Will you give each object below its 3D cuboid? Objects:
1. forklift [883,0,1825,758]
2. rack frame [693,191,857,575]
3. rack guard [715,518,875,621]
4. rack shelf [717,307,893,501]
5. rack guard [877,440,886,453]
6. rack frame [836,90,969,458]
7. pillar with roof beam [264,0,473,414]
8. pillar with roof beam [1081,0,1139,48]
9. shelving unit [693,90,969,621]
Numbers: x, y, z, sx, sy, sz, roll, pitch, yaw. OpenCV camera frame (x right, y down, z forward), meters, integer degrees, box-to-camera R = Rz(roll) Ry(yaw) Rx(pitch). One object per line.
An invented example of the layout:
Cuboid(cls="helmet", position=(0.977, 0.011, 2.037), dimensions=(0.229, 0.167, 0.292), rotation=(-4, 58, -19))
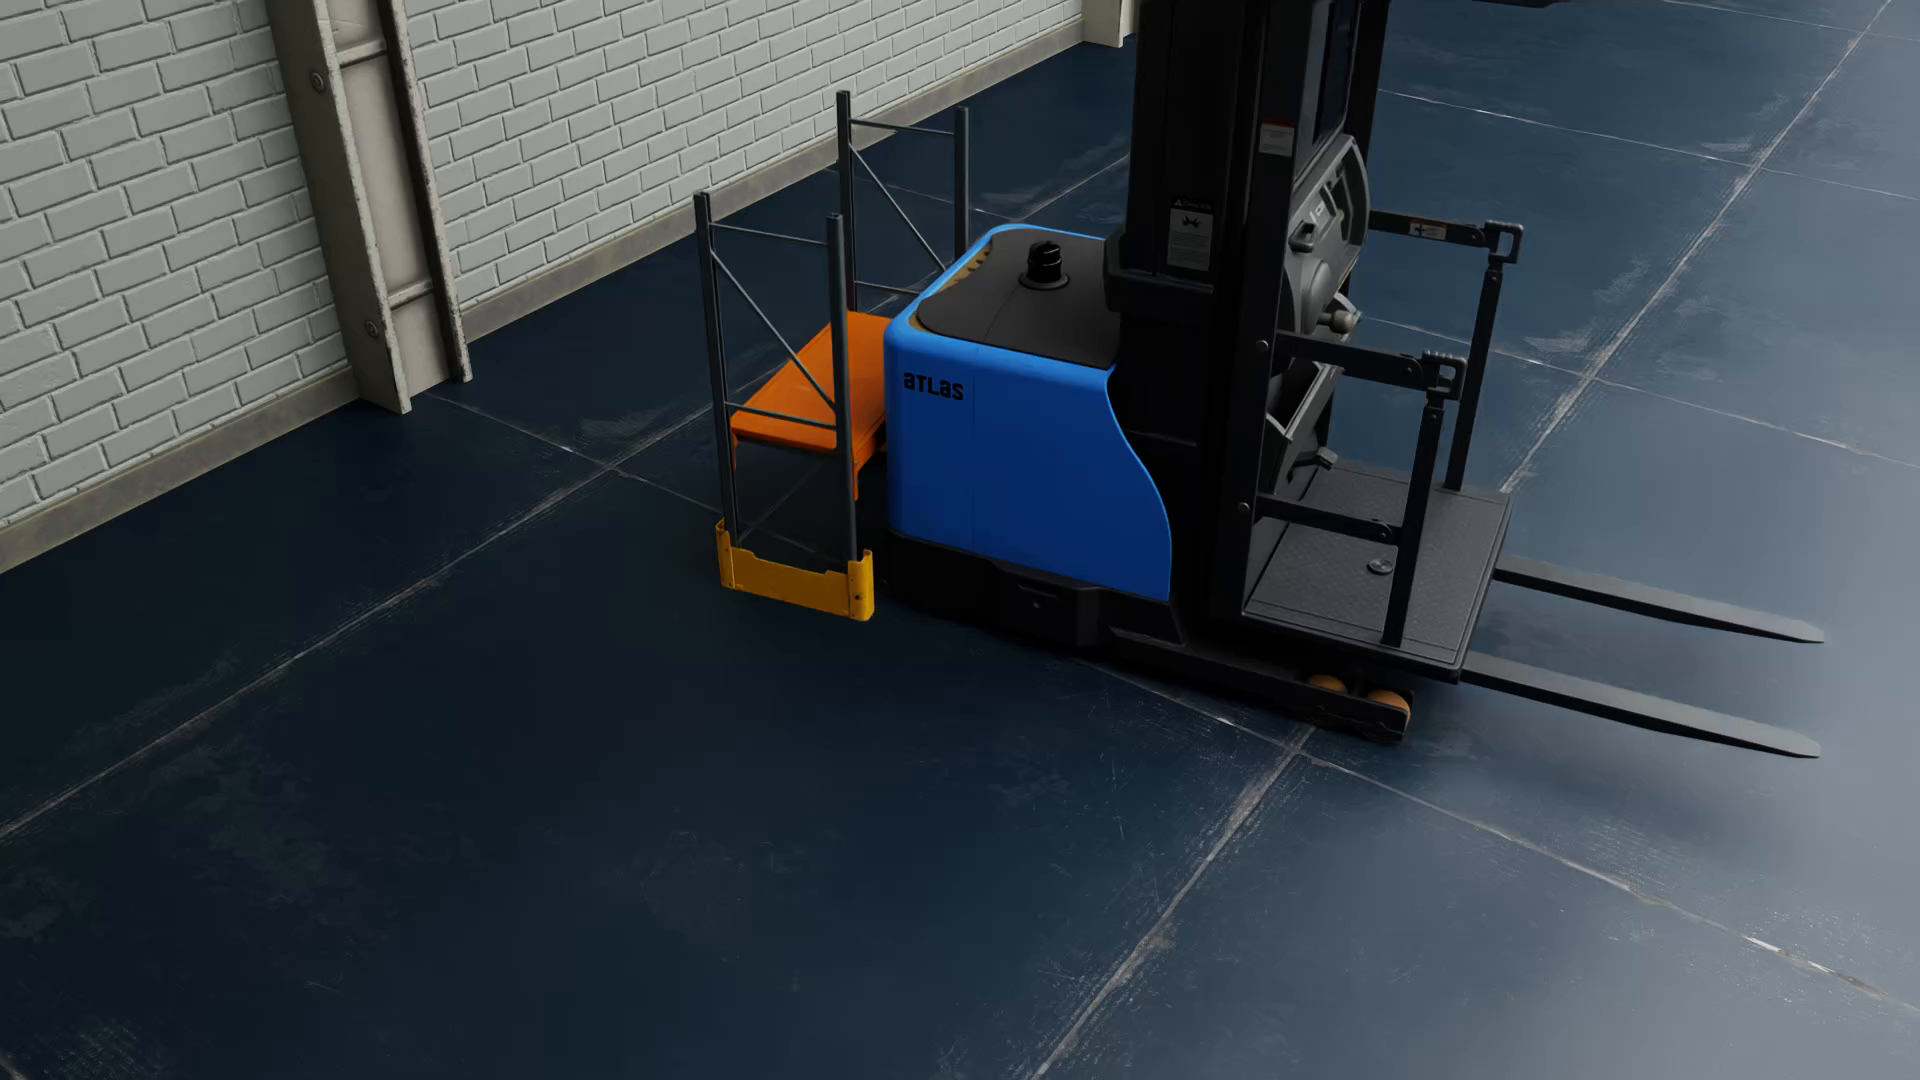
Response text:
Cuboid(cls="forklift", position=(1.296, -0.909, 4.978), dimensions=(3.031, 2.935, 1.130), rotation=(14, 37, 20))
Cuboid(cls="rack frame", position=(-0.591, -0.406, 5.511), dimensions=(0.500, 1.500, 0.032), rotation=(13, 36, 18))
Cuboid(cls="rack guard", position=(-0.584, 0.102, 5.876), dimensions=(0.587, 0.250, 0.087), rotation=(13, 36, 18))
Cuboid(cls="rack shelf", position=(-0.399, -0.520, 6.002), dimensions=(0.538, 0.185, 1.000), rotation=(13, 36, 18))
Cuboid(cls="rack guard", position=(-0.207, -0.415, 6.640), dimensions=(0.587, 0.250, 0.087), rotation=(13, 36, 18))
Cuboid(cls="rack frame", position=(-0.207, -0.933, 6.291), dimensions=(0.500, 1.500, 0.032), rotation=(13, 36, 18))
Cuboid(cls="pillar with roof beam", position=(1.163, -3.023, 2.687), dimensions=(9.100, 9.000, 0.400), rotation=(21, 39, 28))
Cuboid(cls="pillar with roof beam", position=(4.584, -5.784, 6.770), dimensions=(9.100, 9.000, 0.400), rotation=(21, 39, 28))
Cuboid(cls="shelving unit", position=(-0.395, -0.674, 5.908), dimensions=(0.587, 1.500, 1.083), rotation=(13, 36, 18))
